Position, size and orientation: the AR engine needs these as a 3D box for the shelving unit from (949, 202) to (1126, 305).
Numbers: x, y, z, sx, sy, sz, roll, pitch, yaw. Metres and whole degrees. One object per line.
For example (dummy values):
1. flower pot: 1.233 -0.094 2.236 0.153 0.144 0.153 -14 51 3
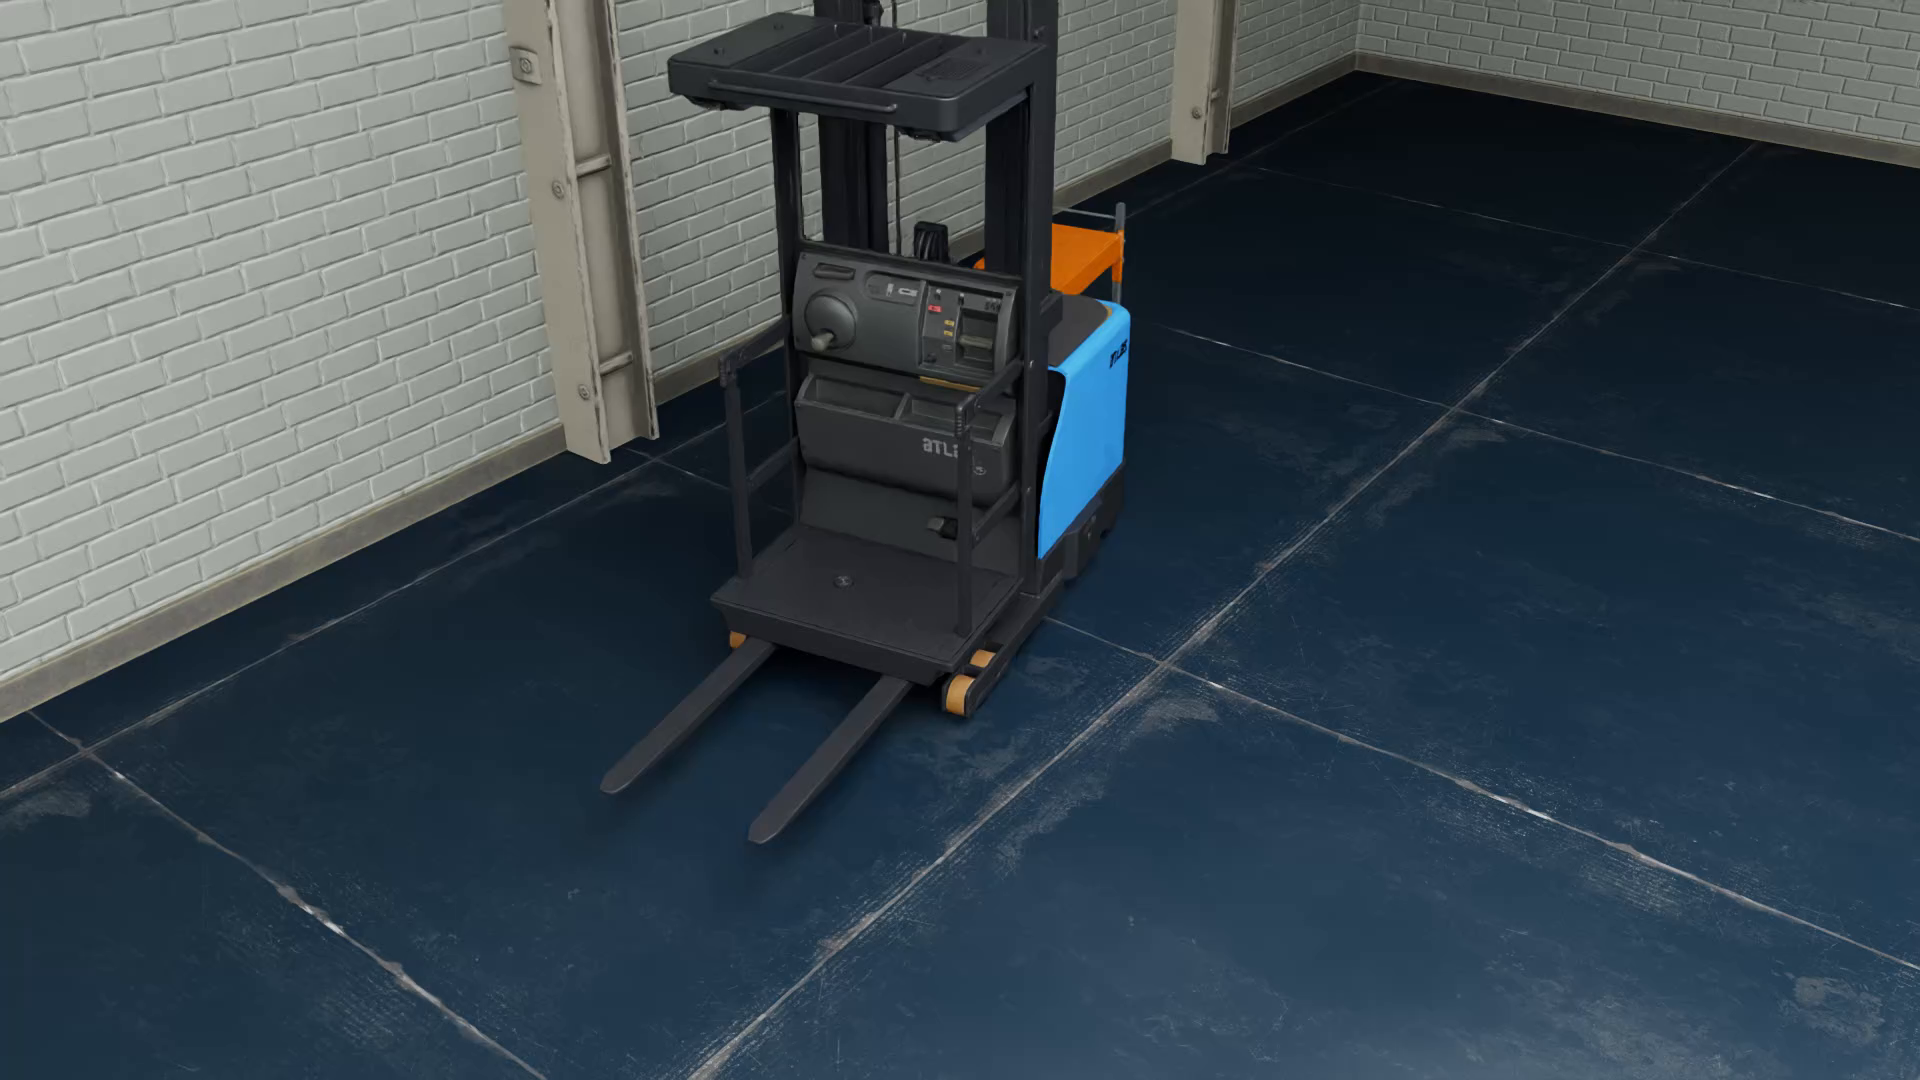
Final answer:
1. shelving unit: 0.390 -1.036 8.395 0.538 1.125 1.048 14 33 22

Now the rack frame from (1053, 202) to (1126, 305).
1. rack frame: 0.609 -1.270 8.790 0.500 1.125 0.032 14 33 22

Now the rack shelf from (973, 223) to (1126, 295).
1. rack shelf: 0.390 -1.288 8.246 0.538 0.278 1.000 14 33 22

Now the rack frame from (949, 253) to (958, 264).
1. rack frame: 0.171 -0.802 8.000 0.500 1.125 0.032 14 33 22

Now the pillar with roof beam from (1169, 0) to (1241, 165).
1. pillar with roof beam: 5.252 -5.493 8.191 9.100 9.000 0.400 21 37 31

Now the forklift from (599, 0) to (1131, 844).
1. forklift: -0.315 -0.817 6.254 1.130 2.935 3.031 14 33 22

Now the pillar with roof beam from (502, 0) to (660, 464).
1. pillar with roof beam: 1.630 -3.054 4.076 9.100 9.000 0.400 21 37 31
